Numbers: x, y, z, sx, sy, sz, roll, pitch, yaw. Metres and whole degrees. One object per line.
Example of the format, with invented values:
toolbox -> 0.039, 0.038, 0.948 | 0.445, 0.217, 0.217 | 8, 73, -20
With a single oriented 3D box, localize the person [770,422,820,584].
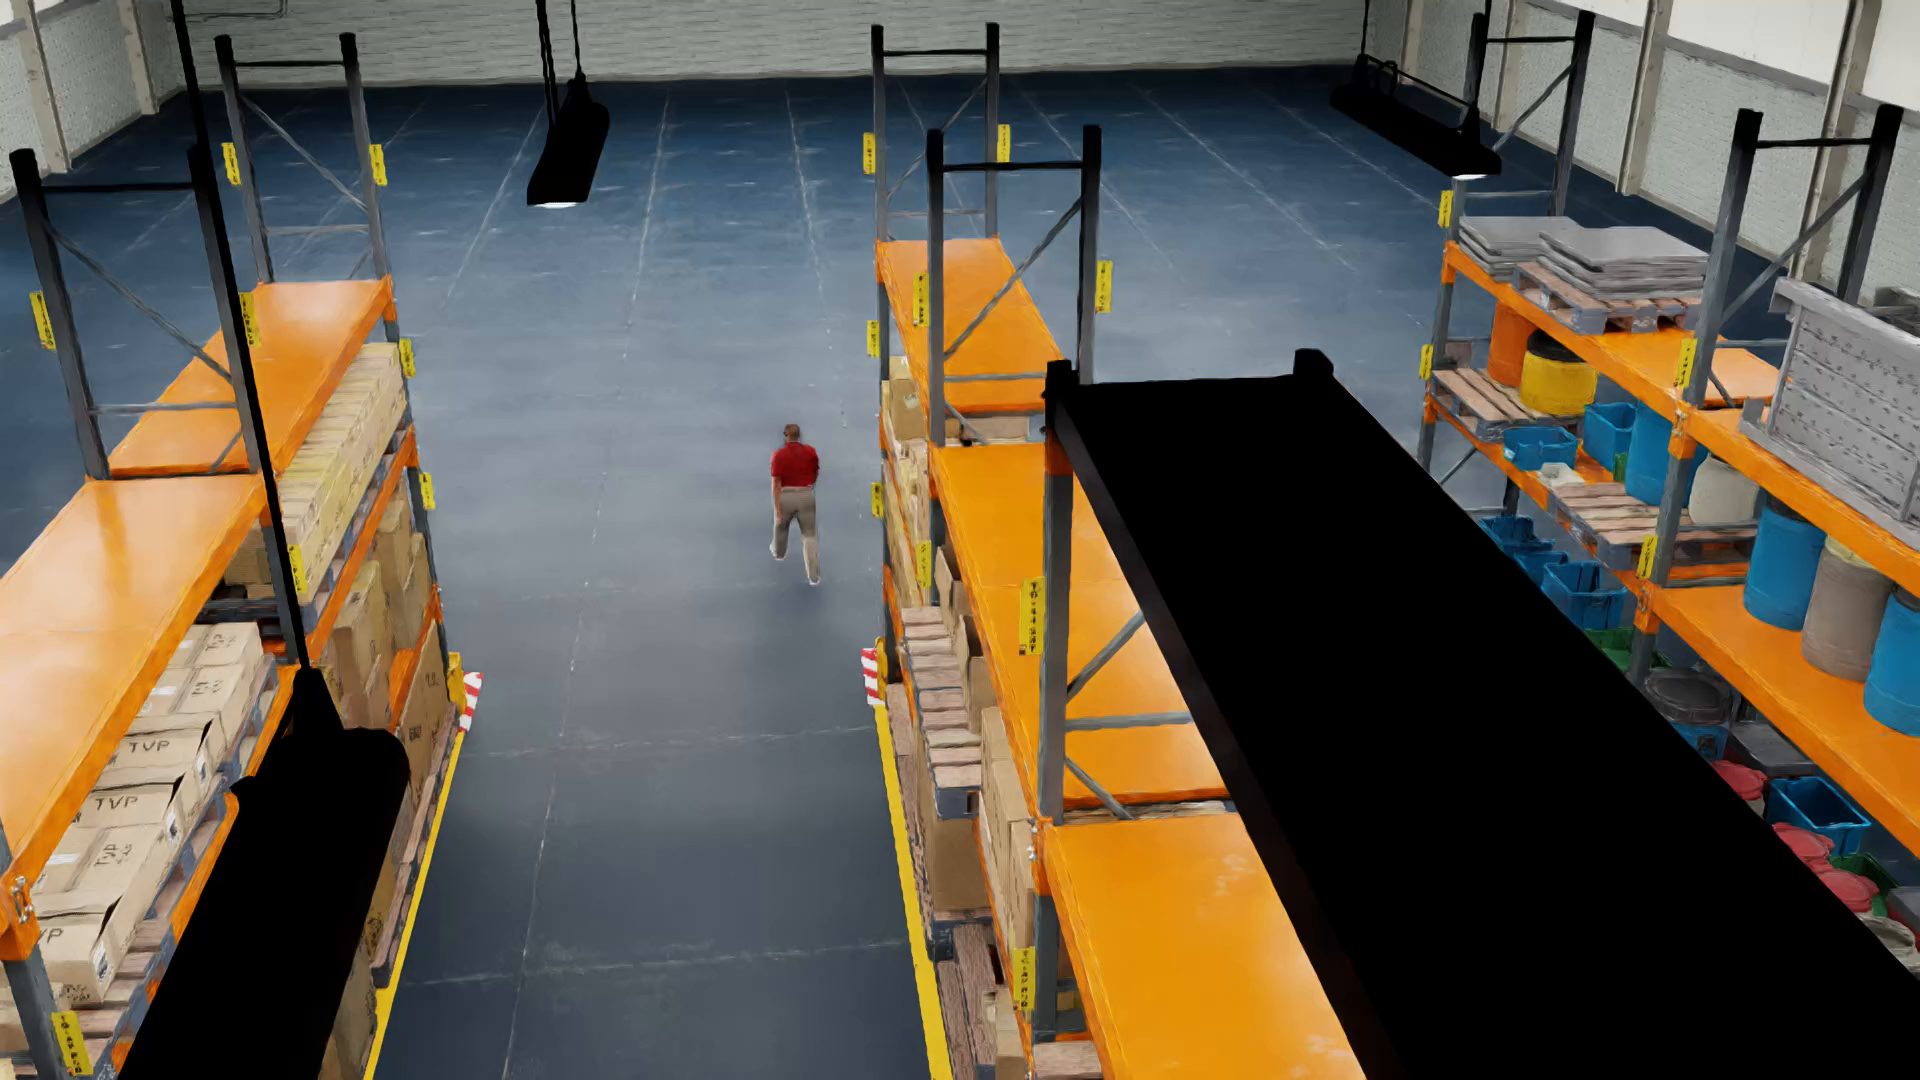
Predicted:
person -> -1.727, -0.454, 17.498 | 0.536, 1.656, 1.036 | -7, 26, -14
